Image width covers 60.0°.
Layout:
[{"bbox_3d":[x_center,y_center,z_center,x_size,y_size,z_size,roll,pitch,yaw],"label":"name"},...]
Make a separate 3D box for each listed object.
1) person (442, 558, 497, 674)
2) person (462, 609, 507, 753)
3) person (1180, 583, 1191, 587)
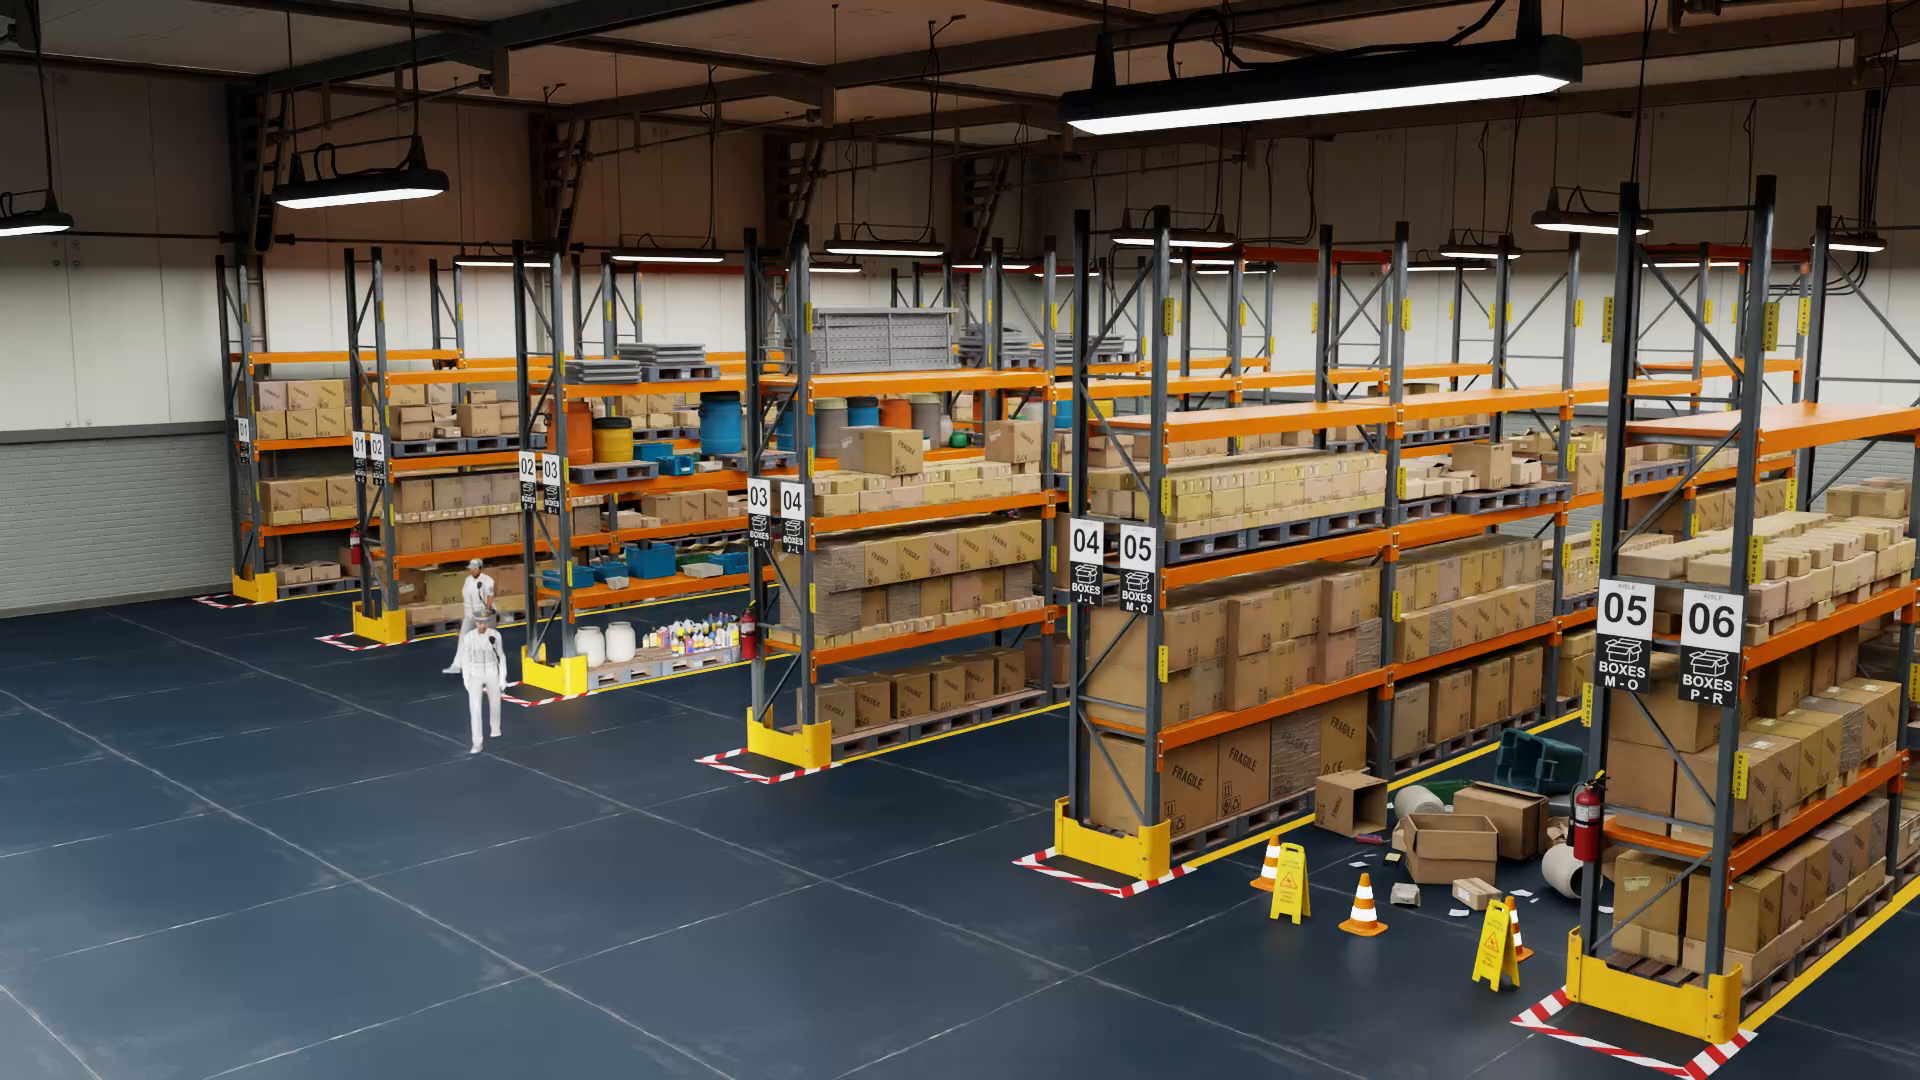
[{"bbox_3d":[-6.796,1.058,23.261,0.549,1.606,0.983,2,8,12],"label":"person"},{"bbox_3d":[-5.577,1.604,19.511,0.488,1.624,0.830,-4,9,-24],"label":"person"},{"bbox_3d":[2.962,1.187,21.838,0.902,1.747,0.544,-5,10,-33],"label":"person"}]
